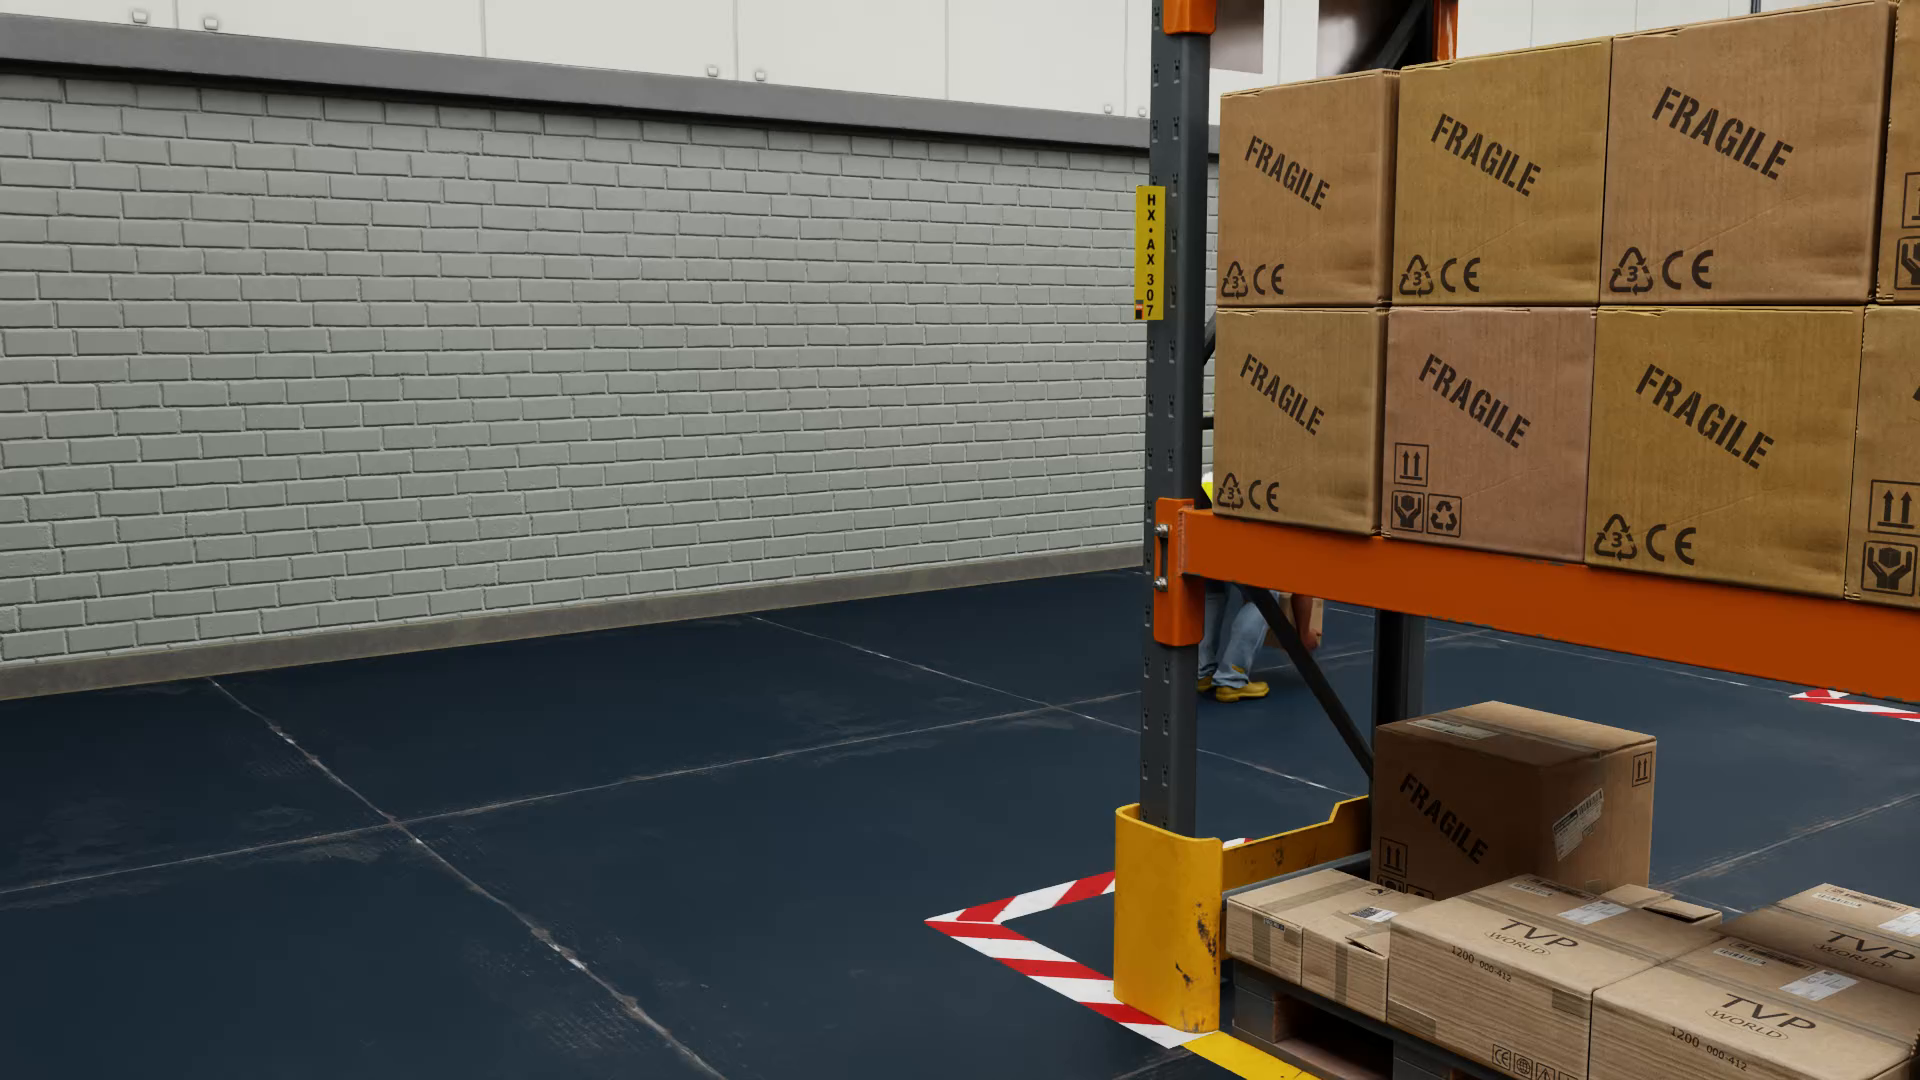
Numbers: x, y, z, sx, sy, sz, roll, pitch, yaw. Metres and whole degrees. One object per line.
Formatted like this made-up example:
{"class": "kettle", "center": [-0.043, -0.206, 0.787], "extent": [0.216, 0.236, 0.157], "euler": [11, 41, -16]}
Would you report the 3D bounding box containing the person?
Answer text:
{"class": "person", "center": [1.400, 0.186, 7.972], "extent": [0.981, 1.054, 0.490], "euler": [-6, 10, -38]}
